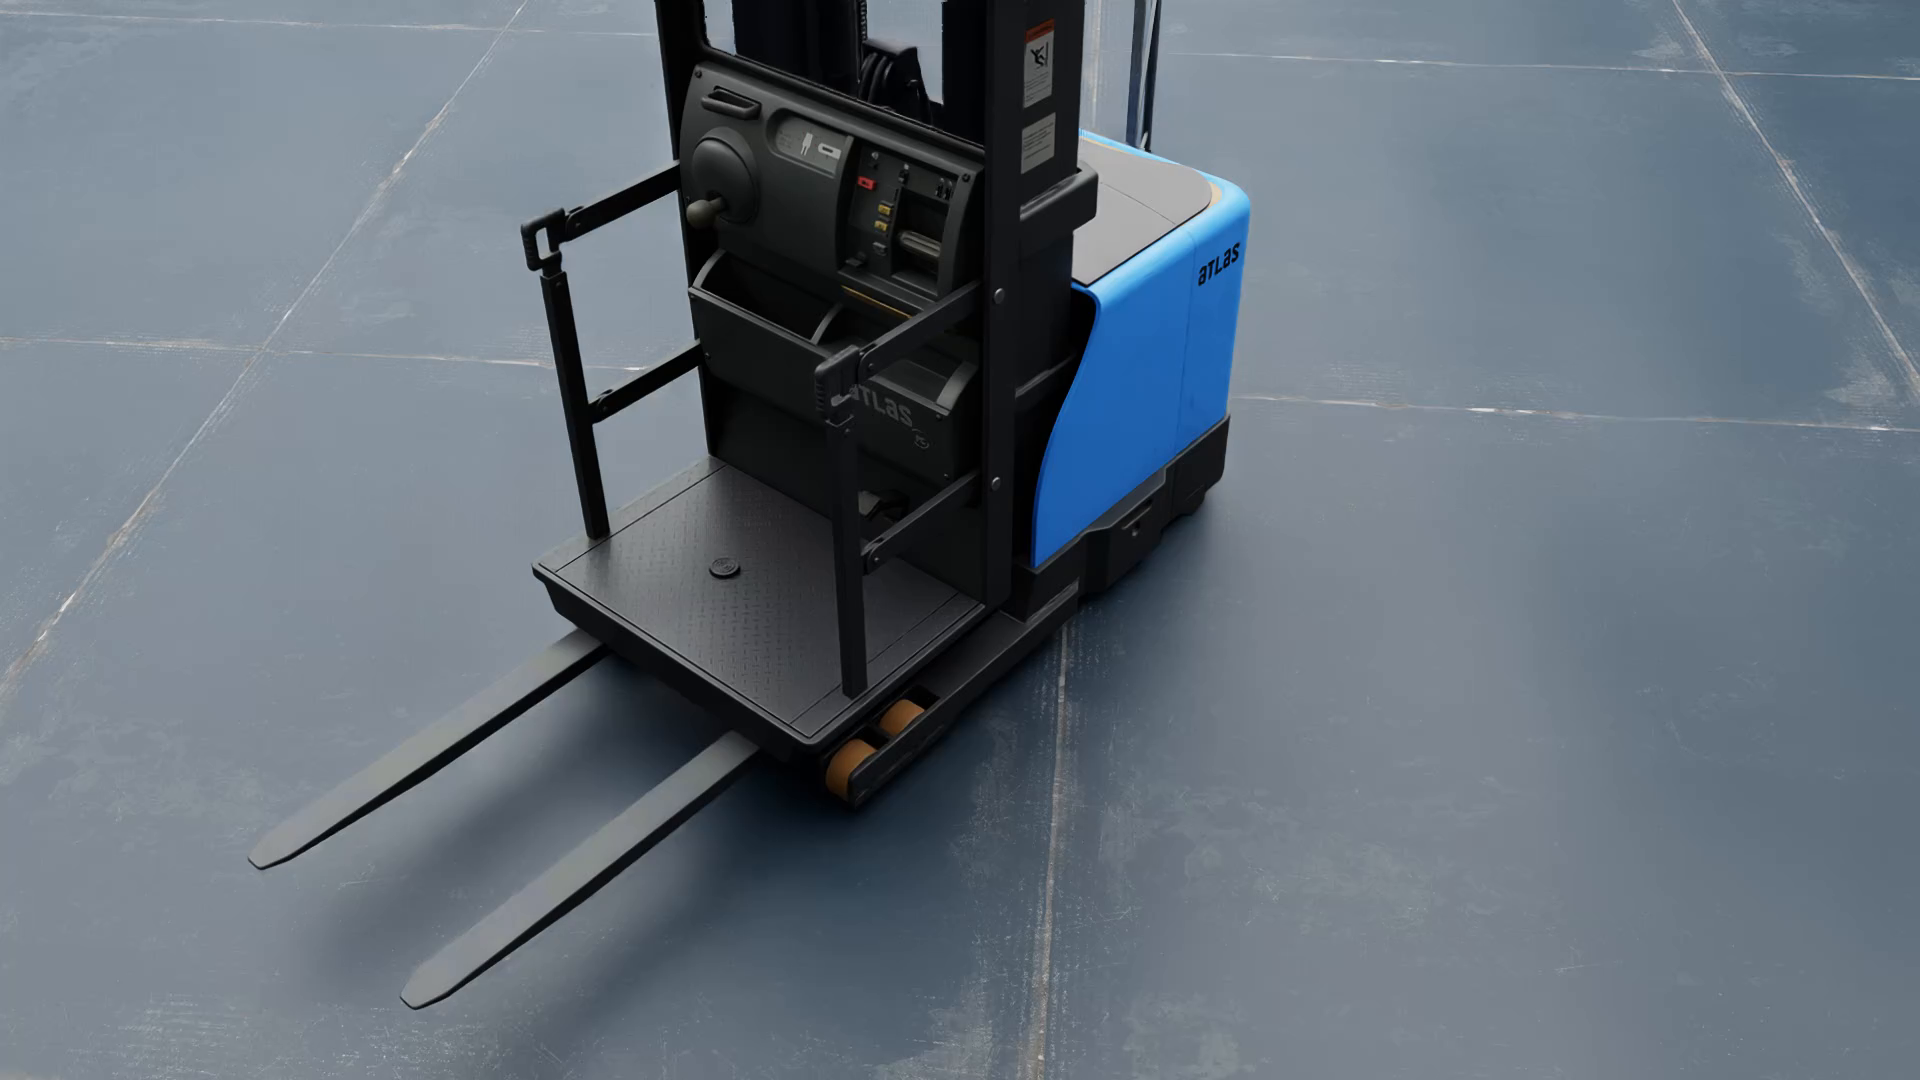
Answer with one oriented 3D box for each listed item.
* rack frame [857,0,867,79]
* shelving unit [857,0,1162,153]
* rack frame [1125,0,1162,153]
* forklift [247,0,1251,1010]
[{"bbox_3d":[-0.391,-1.417,5.803,0.032,1.500,0.500,8,40,10],"label":"rack frame"},{"bbox_3d":[0.104,-1.345,5.714,1.048,1.500,0.538,8,40,10],"label":"shelving unit"},{"bbox_3d":[0.600,-1.273,5.626,0.032,1.500,0.500,8,40,10],"label":"rack frame"},{"bbox_3d":[-0.474,-0.803,3.915,1.130,2.935,3.031,28,47,30],"label":"forklift"}]
